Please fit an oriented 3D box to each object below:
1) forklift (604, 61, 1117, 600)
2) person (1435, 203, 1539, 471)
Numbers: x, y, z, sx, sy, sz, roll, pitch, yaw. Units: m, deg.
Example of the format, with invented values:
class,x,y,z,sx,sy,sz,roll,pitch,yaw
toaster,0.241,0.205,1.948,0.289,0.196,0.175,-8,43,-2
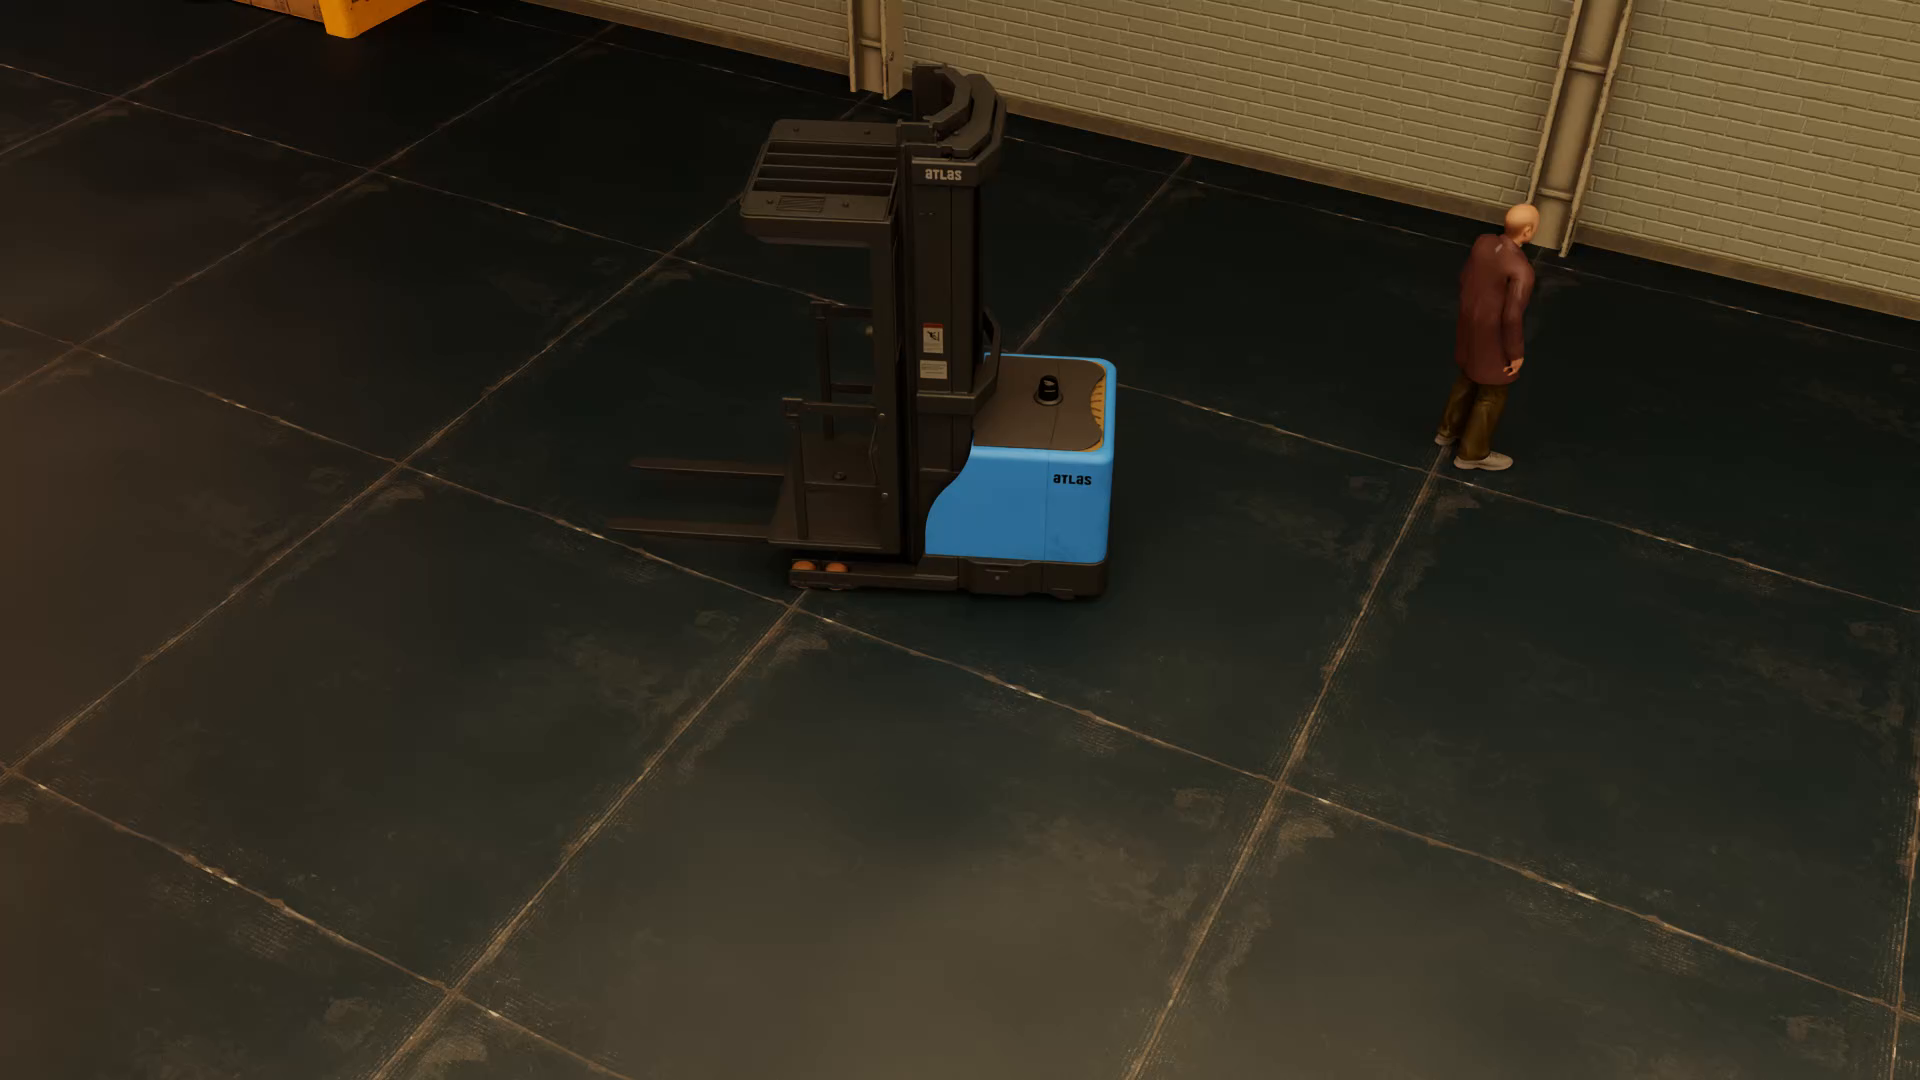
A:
class,x,y,z,sx,sy,sz,roll,pitch,yaw
forklift,-0.606,-1.157,9.360,3.031,2.935,1.130,3,40,4
person,3.323,-1.285,10.412,0.436,1.772,0.644,-11,41,-13
